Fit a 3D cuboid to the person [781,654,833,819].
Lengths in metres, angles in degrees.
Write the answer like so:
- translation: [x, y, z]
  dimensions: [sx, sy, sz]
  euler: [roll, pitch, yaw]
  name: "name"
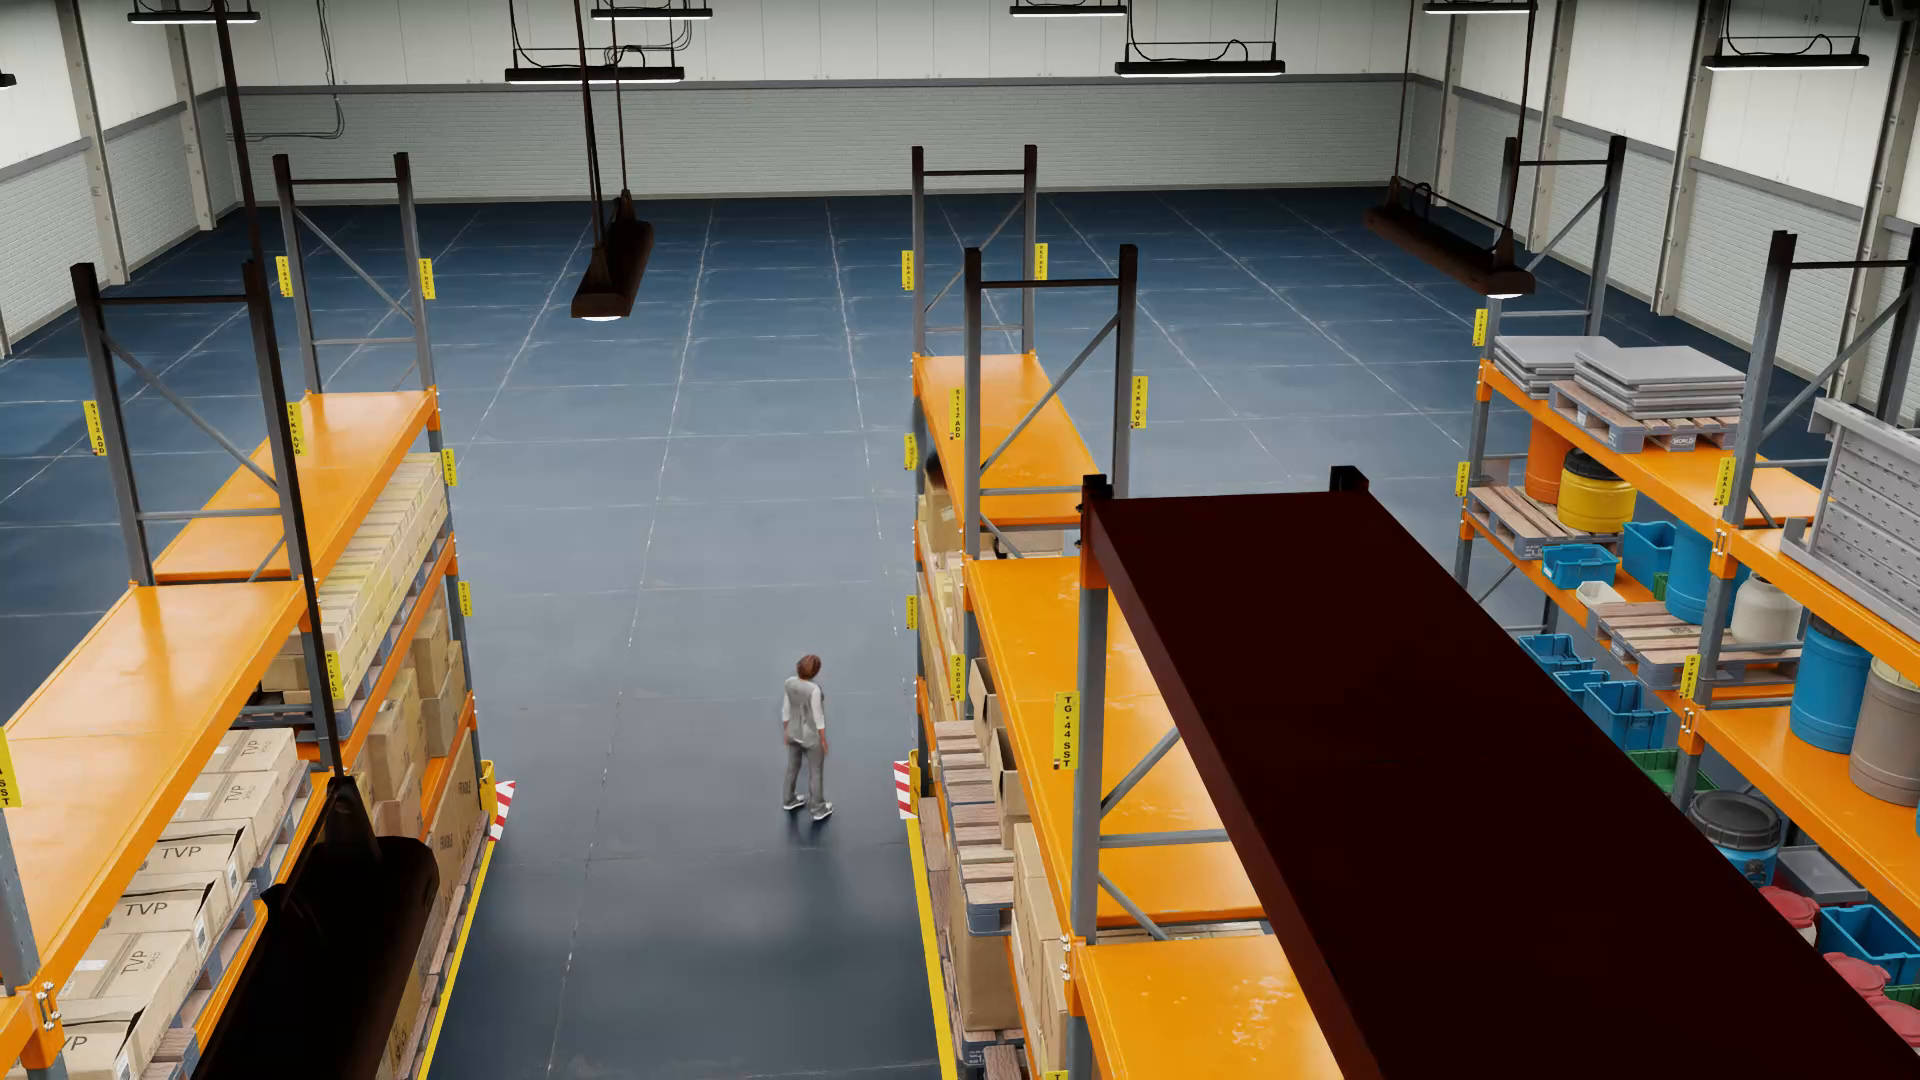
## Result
- translation: [-1.384, 1.788, 15.016]
  dimensions: [0.487, 1.550, 0.361]
  euler: [15, 26, 33]
  name: "person"
